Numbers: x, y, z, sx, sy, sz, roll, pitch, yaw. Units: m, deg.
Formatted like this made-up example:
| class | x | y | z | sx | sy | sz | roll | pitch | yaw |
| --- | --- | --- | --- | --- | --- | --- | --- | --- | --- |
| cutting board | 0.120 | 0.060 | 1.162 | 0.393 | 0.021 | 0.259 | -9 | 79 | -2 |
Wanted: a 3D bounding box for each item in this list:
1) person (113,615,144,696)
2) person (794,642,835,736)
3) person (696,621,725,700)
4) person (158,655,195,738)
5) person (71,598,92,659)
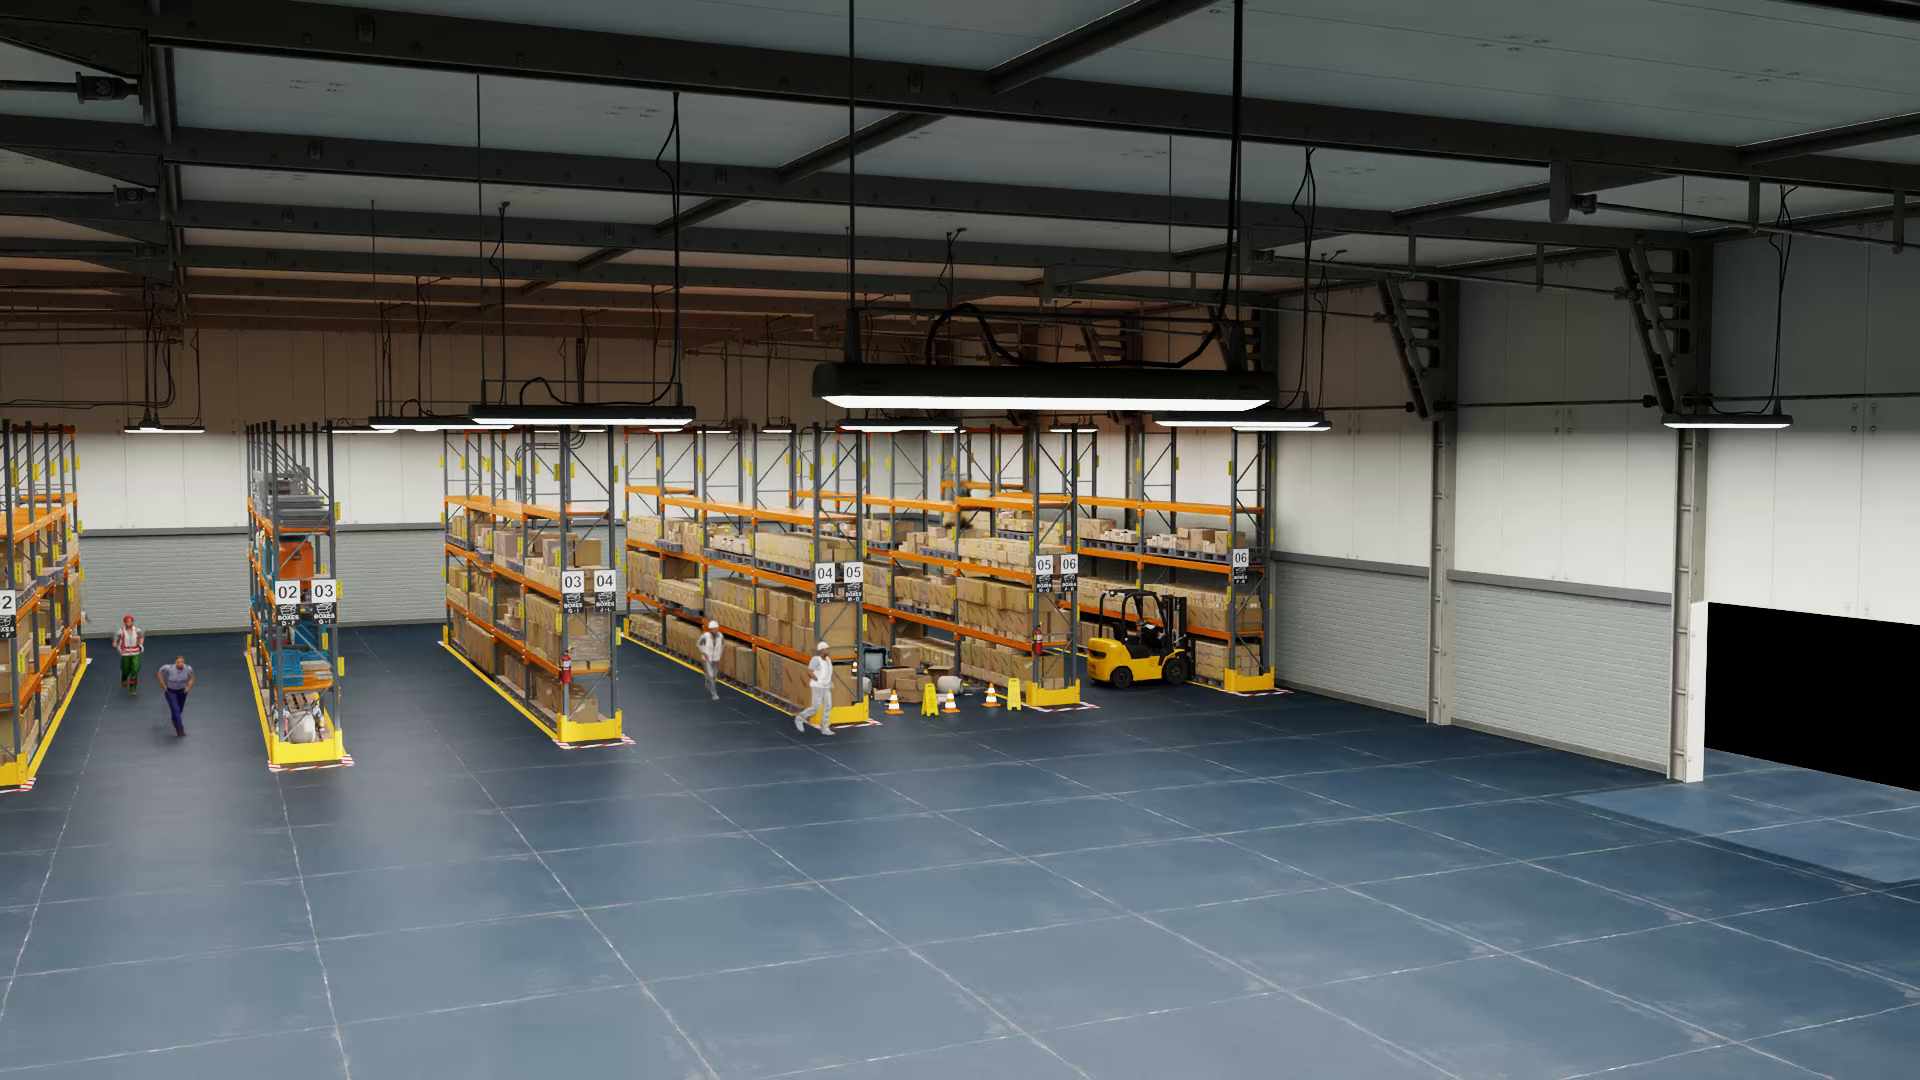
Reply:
| class | x | y | z | sx | sy | sz | roll | pitch | yaw |
| --- | --- | --- | --- | --- | --- | --- | --- | --- | --- |
| person | -18.372 | 2.545 | 36.800 | 0.657 | 1.771 | 0.863 | -3 | 4 | -36 |
| person | -2.686 | 2.841 | 32.000 | 0.863 | 1.746 | 0.741 | 2 | 4 | 27 |
| person | -5.472 | 2.602 | 36.385 | 0.647 | 1.727 | 0.909 | -1 | 4 | -23 |
| person | -15.025 | 2.973 | 31.866 | 0.641 | 1.613 | 0.963 | -2 | 4 | -34 |
| person | -22.833 | 2.241 | 42.780 | 0.830 | 1.642 | 0.590 | 0 | 4 | 5 |
